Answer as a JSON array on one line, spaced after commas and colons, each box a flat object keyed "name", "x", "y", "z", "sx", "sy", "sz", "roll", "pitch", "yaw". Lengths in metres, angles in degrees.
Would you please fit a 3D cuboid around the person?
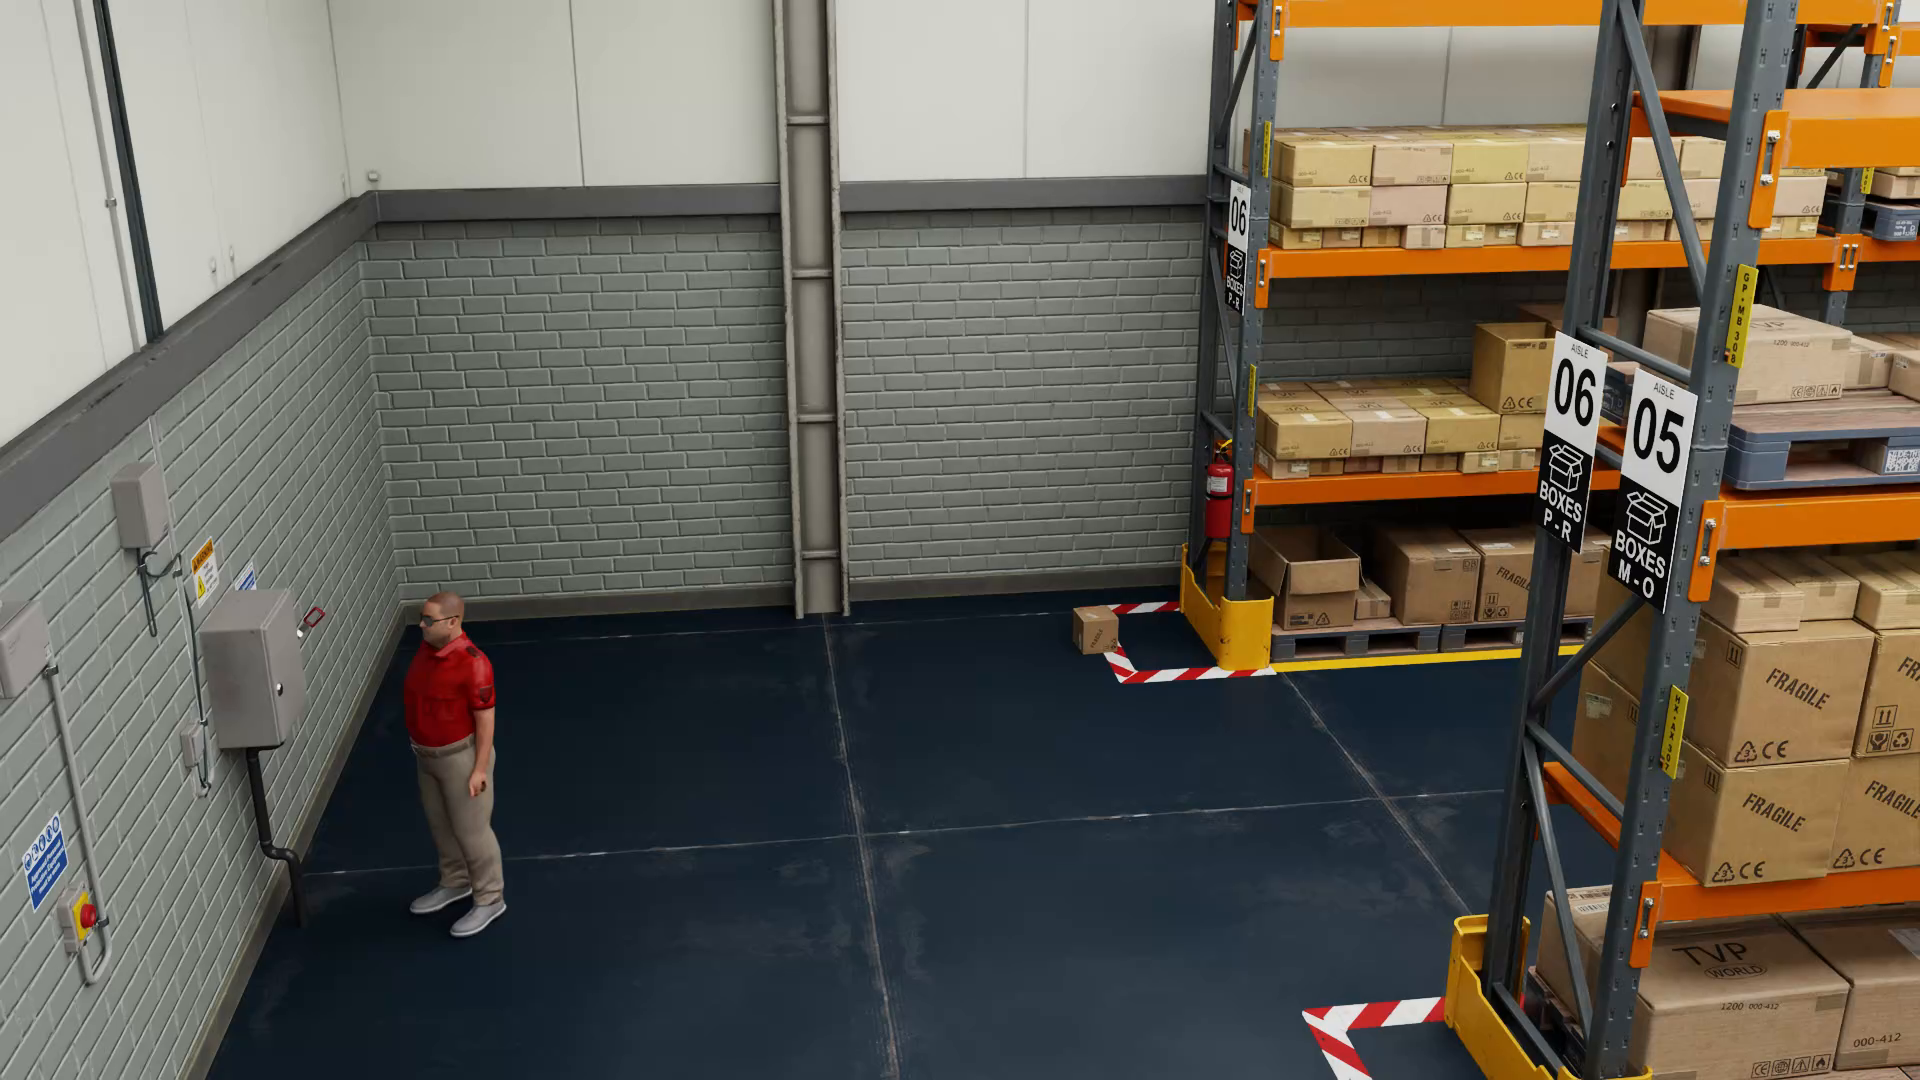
[{"name": "person", "x": -2.495, "y": 1.076, "z": 8.121, "sx": 0.520, "sy": 1.727, "sz": 0.386, "roll": 16, "pitch": 25, "yaw": 37}]
